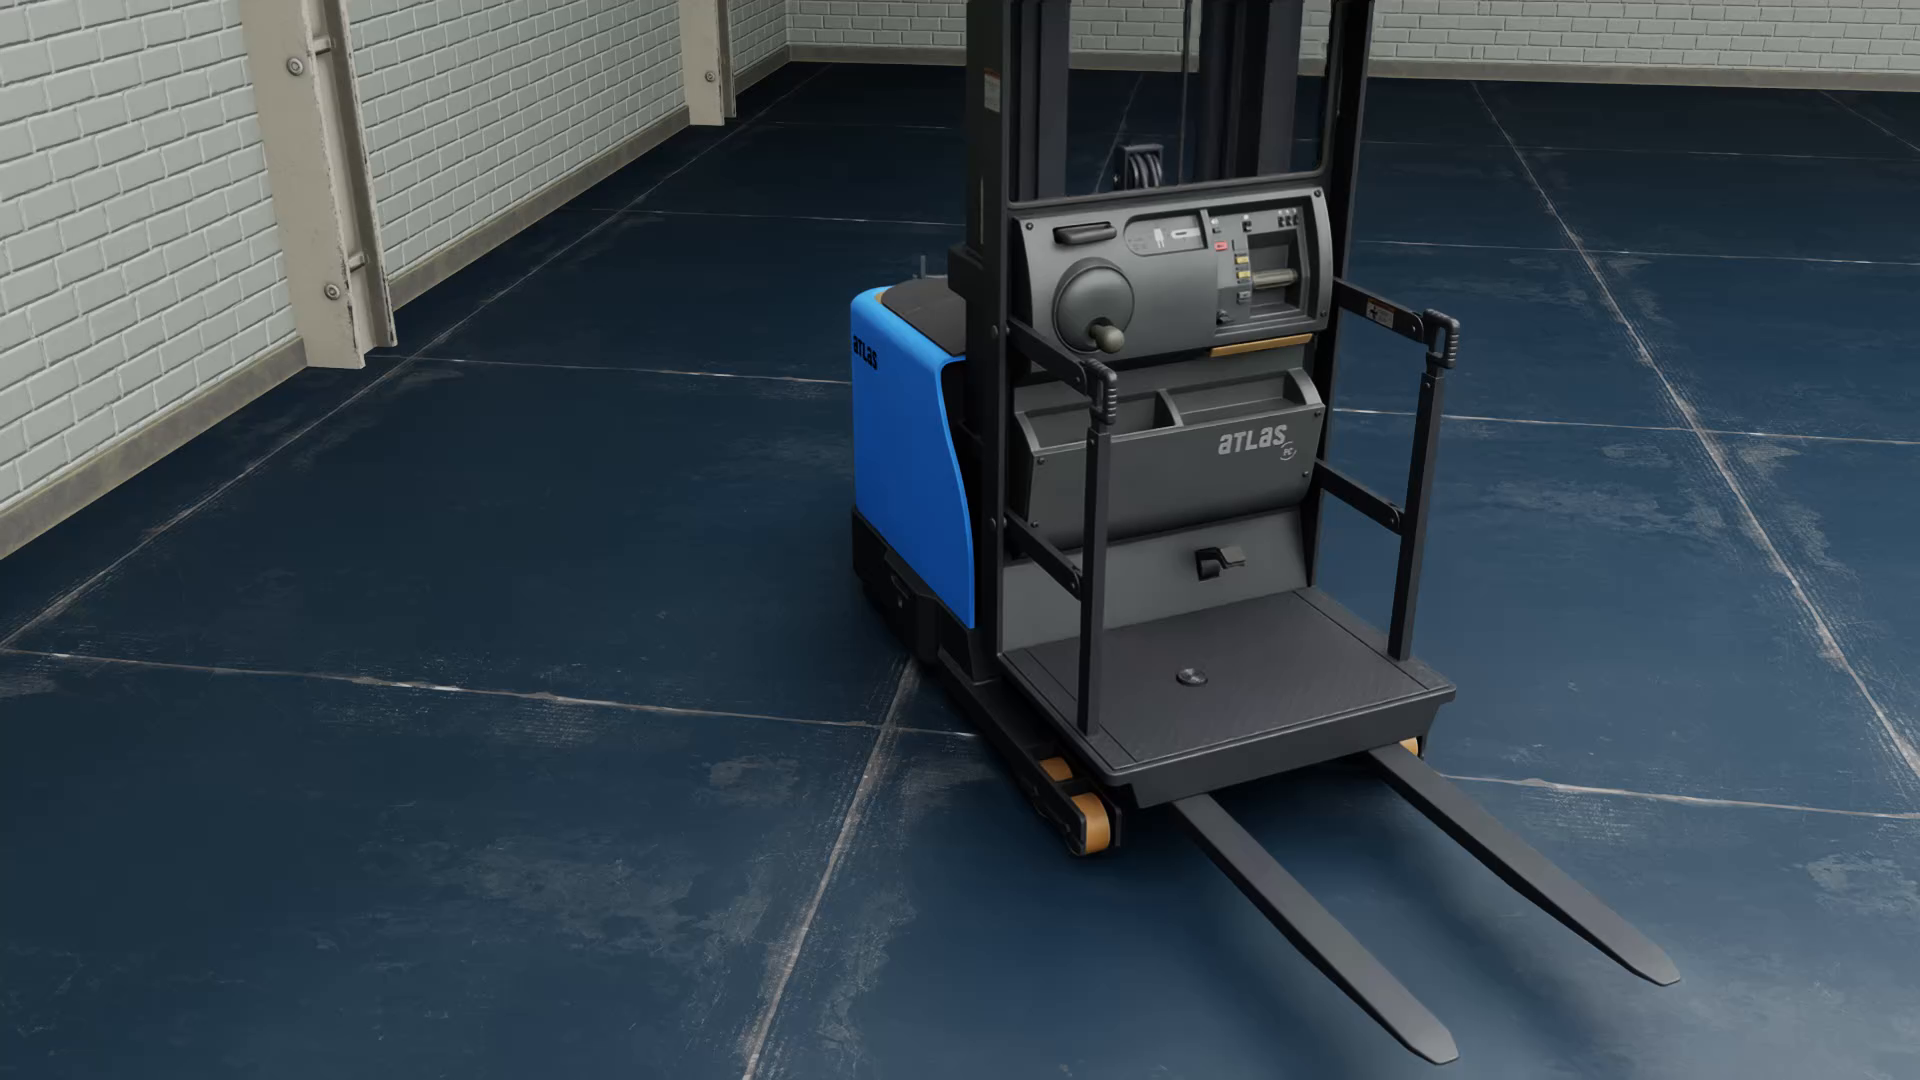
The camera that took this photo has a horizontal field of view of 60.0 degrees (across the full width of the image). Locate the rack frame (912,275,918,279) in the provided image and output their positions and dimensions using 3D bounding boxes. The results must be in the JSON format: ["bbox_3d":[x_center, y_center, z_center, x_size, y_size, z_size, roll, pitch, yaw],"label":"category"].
[{"bbox_3d":[-0.064,-0.432,5.935,0.200,1.050,0.008,2,25,5],"label":"rack frame"}]

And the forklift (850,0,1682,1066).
[{"bbox_3d":[0.678,-0.691,4.269,1.130,2.935,3.031,-11,27,-21],"label":"forklift"}]

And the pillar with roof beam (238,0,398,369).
[{"bbox_3d":[1.238,-4.694,5.663,9.100,9.000,0.400,4,25,9],"label":"pillar with roof beam"}]

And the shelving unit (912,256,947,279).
[{"bbox_3d":[-0.053,-0.484,6.045,0.215,1.050,0.252,2,25,5],"label":"shelving unit"}]

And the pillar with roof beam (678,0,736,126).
[{"bbox_3d":[2.219,-7.203,11.024,9.100,9.000,0.400,4,25,9],"label":"pillar with roof beam"}]

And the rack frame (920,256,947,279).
[{"bbox_3d":[-0.041,-0.535,6.155,0.200,1.050,0.008,2,25,5],"label":"rack frame"}]
